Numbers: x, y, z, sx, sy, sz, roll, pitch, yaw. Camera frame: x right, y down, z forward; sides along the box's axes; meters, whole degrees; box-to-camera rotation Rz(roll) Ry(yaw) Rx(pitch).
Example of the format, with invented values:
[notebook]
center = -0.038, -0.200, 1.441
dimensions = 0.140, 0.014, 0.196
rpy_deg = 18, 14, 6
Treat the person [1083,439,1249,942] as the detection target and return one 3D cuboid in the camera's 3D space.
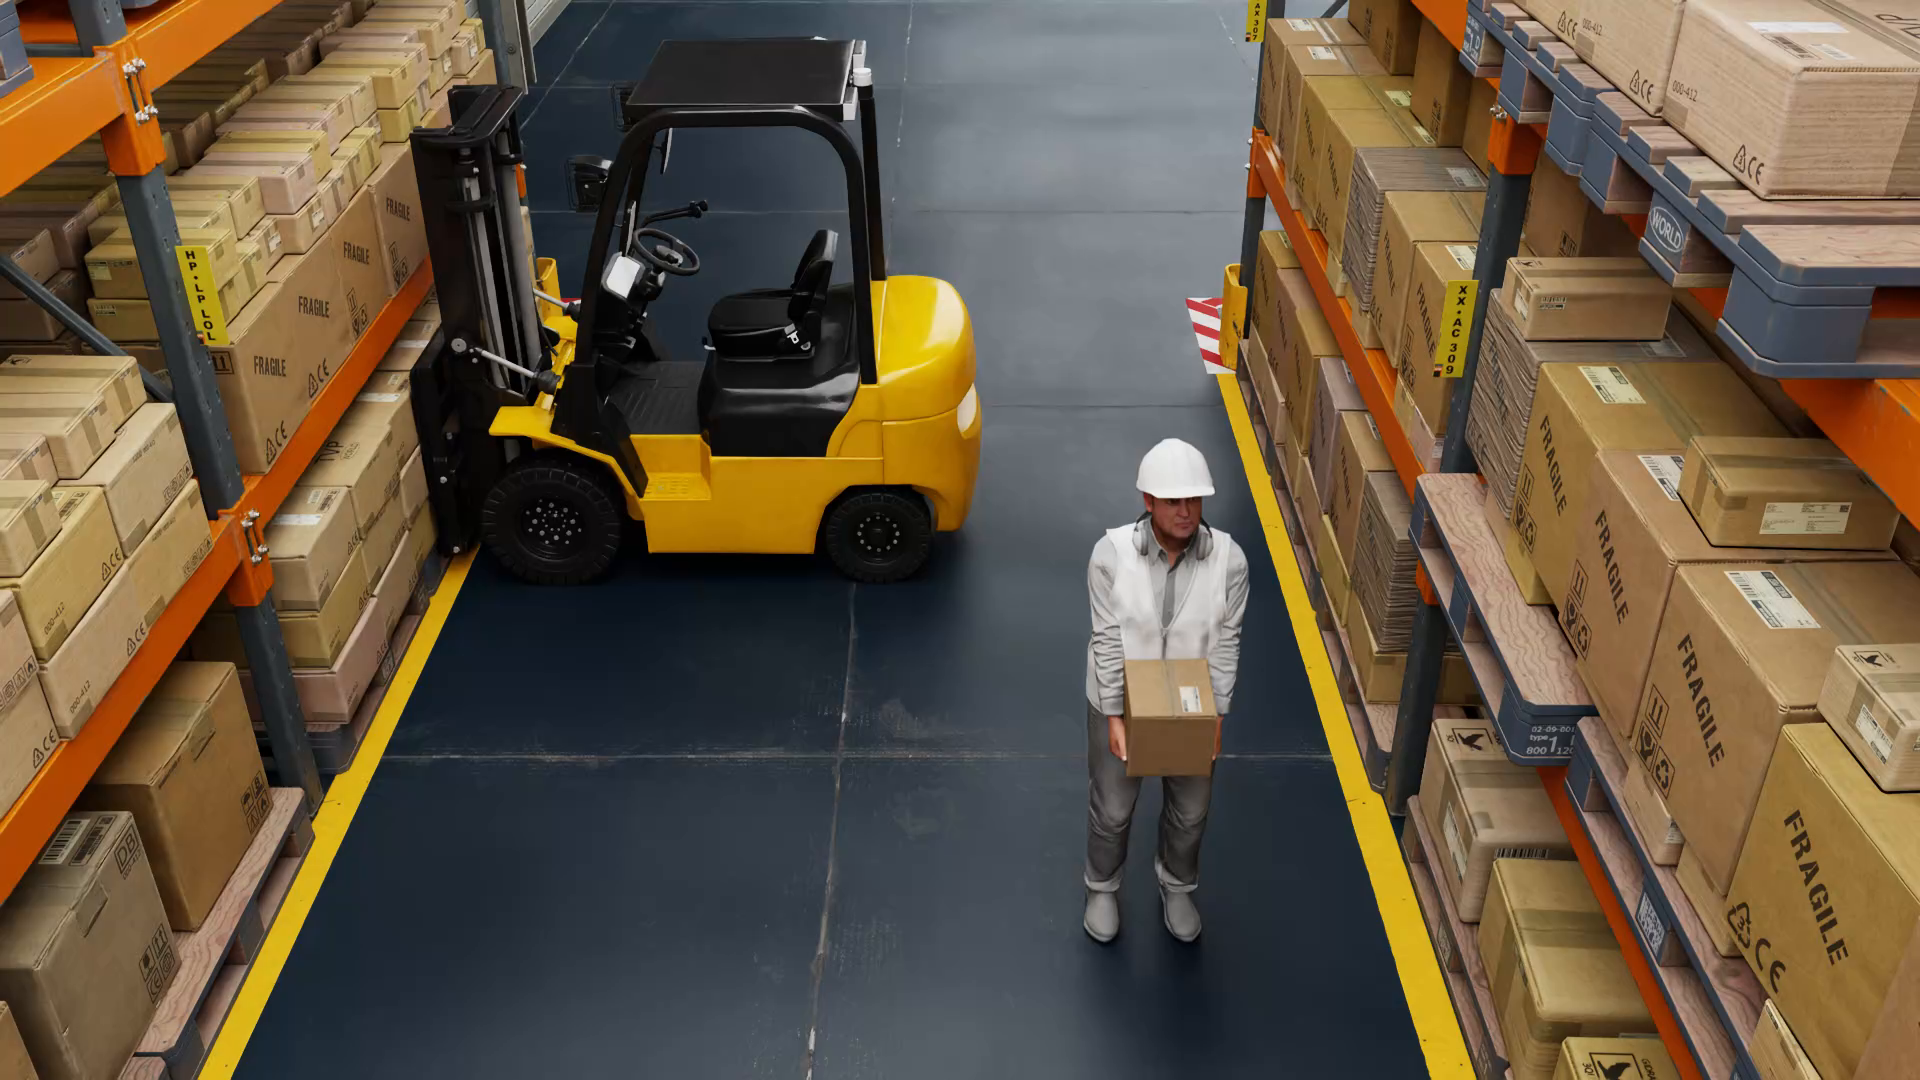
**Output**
[person]
center = 0.636, 0.555, 5.207
dimensions = 0.494, 1.762, 0.564
rpy_deg = 0, 31, 0
